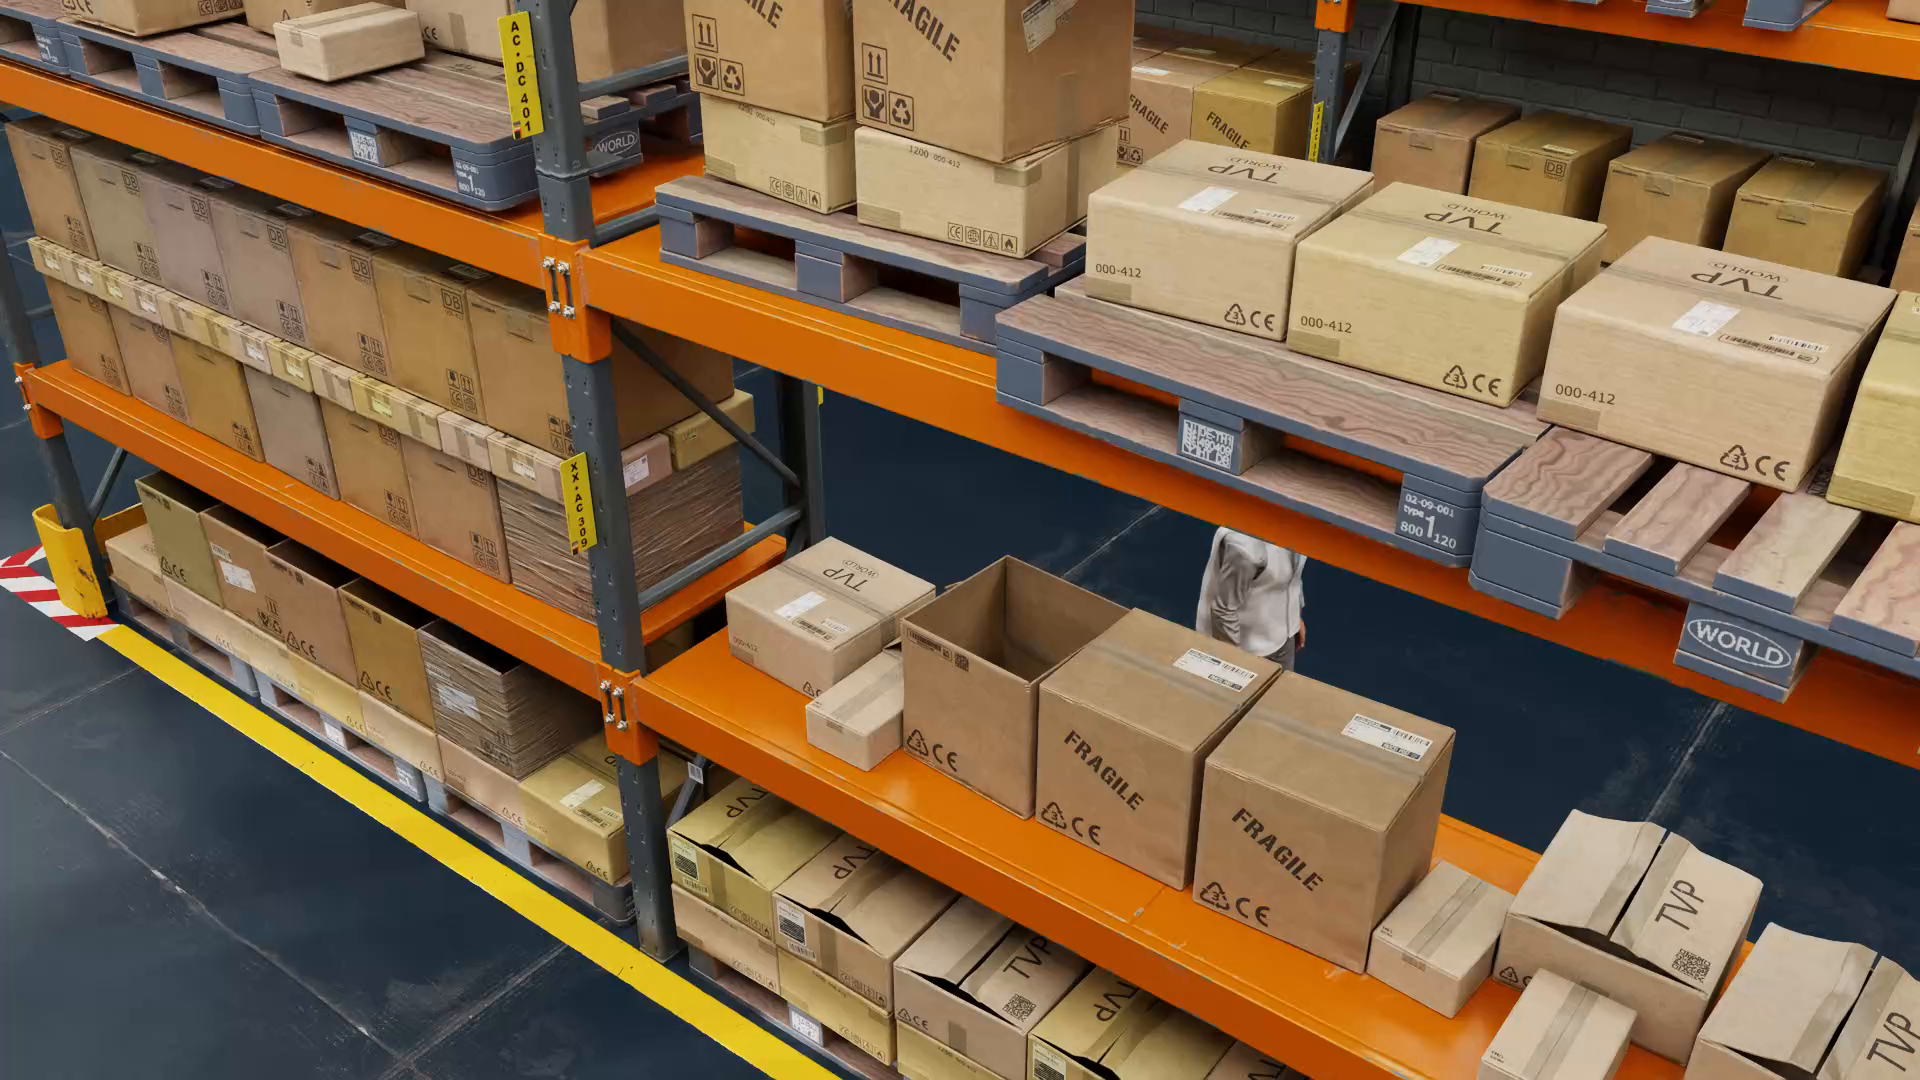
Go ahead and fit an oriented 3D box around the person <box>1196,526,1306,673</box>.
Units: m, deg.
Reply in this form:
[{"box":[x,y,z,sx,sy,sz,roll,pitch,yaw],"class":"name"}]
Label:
[{"box":[1.157,0.383,6.460,0.460,1.772,0.580,22,37,32],"class":"person"}]
